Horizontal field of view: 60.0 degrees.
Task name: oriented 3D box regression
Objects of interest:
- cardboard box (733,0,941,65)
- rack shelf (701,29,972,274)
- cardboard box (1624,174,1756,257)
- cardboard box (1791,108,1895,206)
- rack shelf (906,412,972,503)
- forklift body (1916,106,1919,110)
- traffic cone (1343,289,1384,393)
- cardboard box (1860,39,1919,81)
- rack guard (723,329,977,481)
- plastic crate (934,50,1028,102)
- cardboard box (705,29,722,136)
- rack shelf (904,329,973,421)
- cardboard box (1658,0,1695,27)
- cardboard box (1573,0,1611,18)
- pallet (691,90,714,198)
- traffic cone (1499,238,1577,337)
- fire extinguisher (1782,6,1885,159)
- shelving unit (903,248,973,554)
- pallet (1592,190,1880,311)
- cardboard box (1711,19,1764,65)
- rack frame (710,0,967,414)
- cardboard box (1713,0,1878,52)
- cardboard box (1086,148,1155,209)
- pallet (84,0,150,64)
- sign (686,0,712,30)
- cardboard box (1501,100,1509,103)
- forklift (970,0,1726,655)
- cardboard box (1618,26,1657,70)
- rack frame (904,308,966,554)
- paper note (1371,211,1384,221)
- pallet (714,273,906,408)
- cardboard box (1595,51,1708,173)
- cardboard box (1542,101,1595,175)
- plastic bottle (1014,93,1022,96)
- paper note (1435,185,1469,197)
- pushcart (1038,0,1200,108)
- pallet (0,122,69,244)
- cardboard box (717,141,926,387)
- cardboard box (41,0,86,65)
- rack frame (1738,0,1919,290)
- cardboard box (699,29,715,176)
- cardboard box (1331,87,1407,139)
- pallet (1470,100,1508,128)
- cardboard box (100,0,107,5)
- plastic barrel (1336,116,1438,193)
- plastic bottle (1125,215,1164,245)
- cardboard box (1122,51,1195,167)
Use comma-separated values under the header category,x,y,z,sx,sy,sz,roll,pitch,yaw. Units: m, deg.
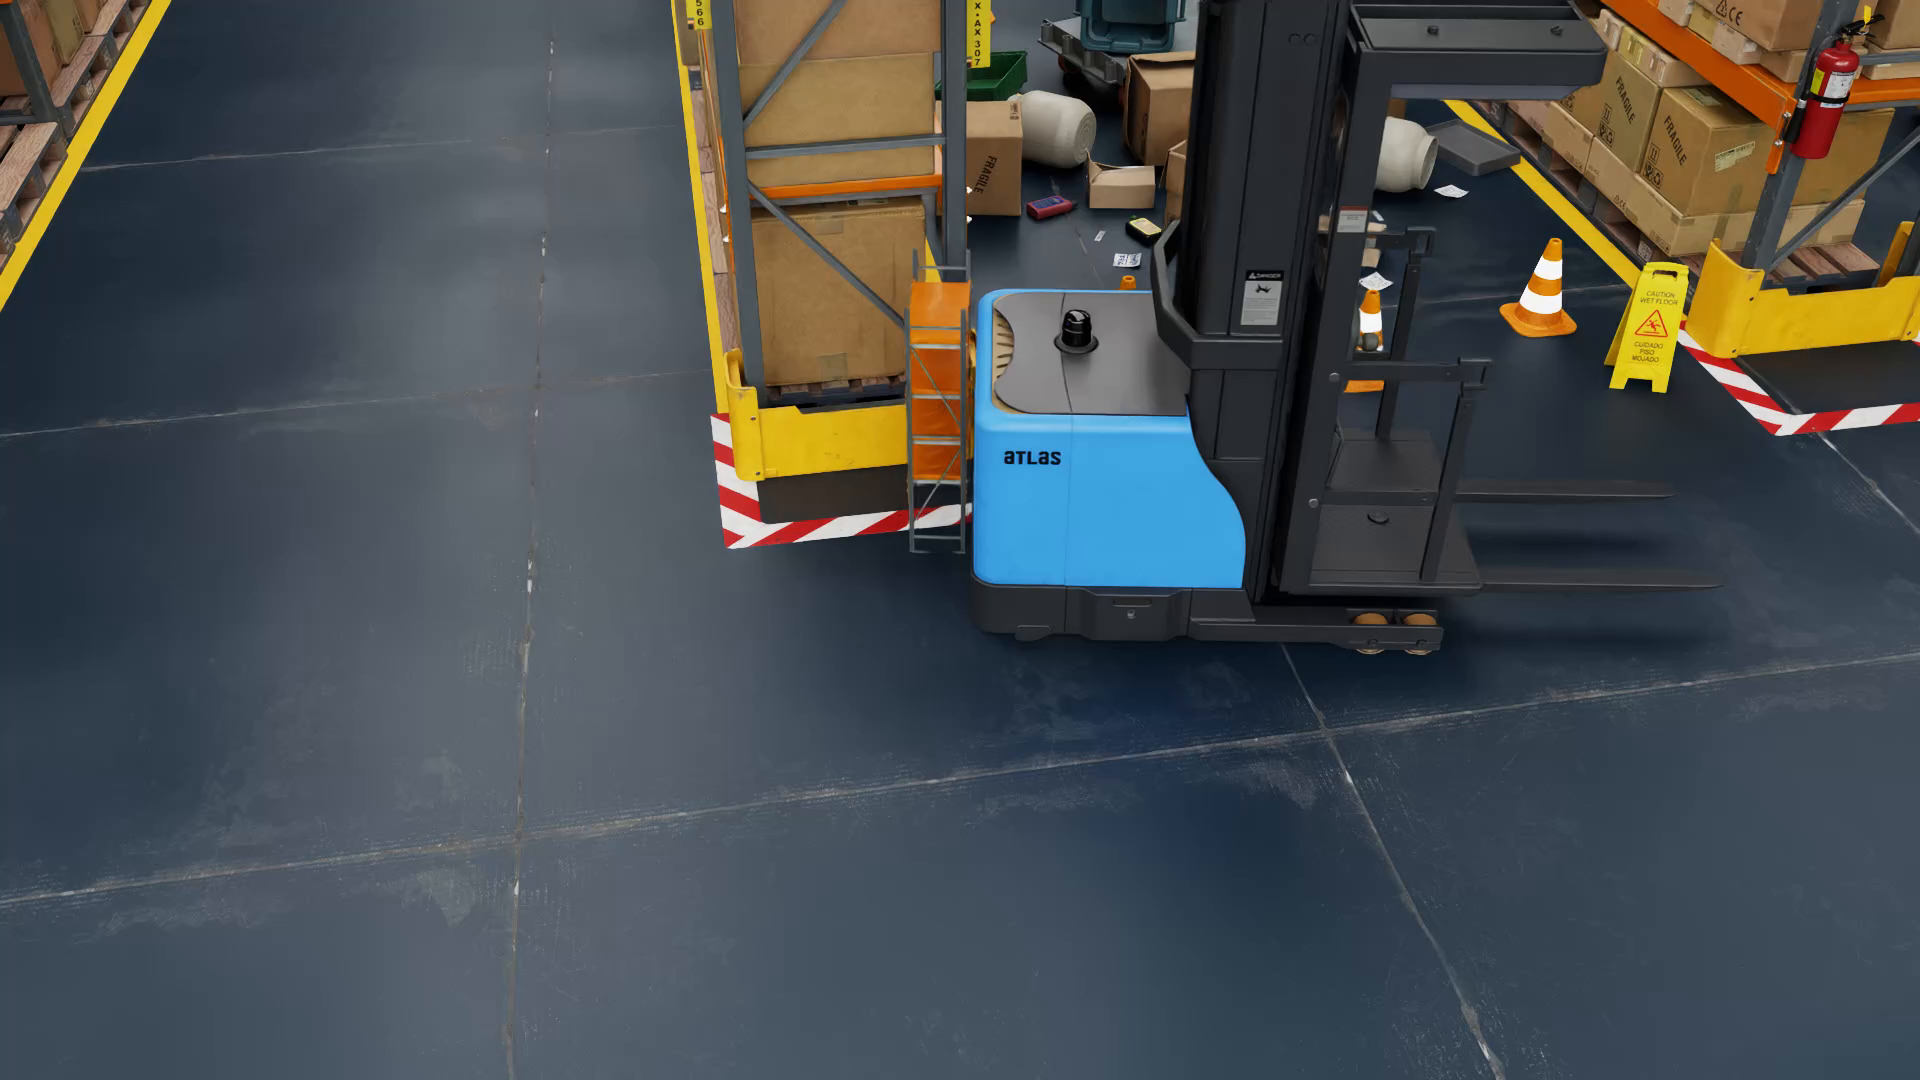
category,x,y,z,sx,sy,sz,roll,pitch,yaw
cardboard box,-0.502,-2.341,6.816,0.875,0.550,0.550,-6,38,-8
rack shelf,-0.826,-2.551,8.675,1.077,0.370,4.000,-6,38,-8
cardboard box,3.970,-1.774,8.988,0.500,0.250,0.500,-6,38,-8
cardboard box,4.507,-2.128,8.832,0.500,0.500,0.500,-7,38,-9
rack shelf,-0.086,-0.359,7.168,0.258,0.148,0.480,2,38,2
forklift body,7.138,-3.371,9.836,2.313,2.155,1.214,-6,38,-8
traffic cone,2.002,-1.015,8.179,0.336,0.463,0.334,-6,38,-8
cardboard box,4.525,-2.349,8.033,0.380,0.149,0.250,-6,38,-8
rack guard,-0.471,-0.626,7.648,1.175,0.500,0.348,-6,38,-8
plastic crate,0.144,-2.991,10.901,0.450,0.188,0.662,4,37,22
cardboard box,-0.703,-2.235,7.560,0.875,0.550,0.550,-6,38,-8
rack shelf,-0.086,-0.693,6.909,0.258,0.148,0.480,2,38,2
cardboard box,3.852,-2.775,8.581,0.380,0.149,0.250,-6,38,-7
cardboard box,3.712,-2.992,9.944,0.500,0.500,0.500,-4,38,-6
pallet,-1.120,-2.474,10.263,1.003,0.211,1.213,-6,38,-8
traffic cone,3.035,-1.340,8.597,0.336,0.463,0.334,-6,38,-8
fire extinguisher,3.947,-2.071,7.534,0.296,0.674,0.183,-6,38,-8
shelving unit,-0.086,-0.569,7.005,0.258,1.200,0.503,2,38,2
pallet,4.260,-1.660,9.214,1.003,0.211,1.213,-6,38,-8
cardboard box,3.951,-2.465,8.183,0.380,0.149,0.250,-7,38,-8
rack frame,-0.475,-1.627,6.899,1.000,3.000,0.127,-6,38,-8
cardboard box,4.014,-2.676,7.925,0.500,0.500,0.500,-7,38,-9
cardboard box,0.938,-2.123,9.767,0.396,0.266,0.258,0,38,0
pallet,-6.432,-3.678,11.812,1.003,0.211,1.213,-6,38,-8
sign,-1.012,-2.128,6.407,0.100,0.325,0.005,-6,38,-8
cardboard box,3.622,-3.010,10.578,0.500,0.250,0.500,-4,38,-5
forklift,1.564,-1.030,6.187,3.031,2.935,1.130,1,38,1
cardboard box,3.812,-2.675,9.008,0.380,0.149,0.250,-6,38,-7
rack frame,-0.096,-0.420,6.812,0.240,1.200,0.015,2,38,2
paper note,2.429,-1.886,9.670,0.032,0.001,0.123,-6,38,-8
pallet,-0.692,-1.000,8.366,1.003,0.211,1.213,-6,38,-8
cardboard box,3.889,-2.367,9.140,0.500,0.500,0.500,-5,38,-6
cardboard box,3.794,-2.389,9.779,0.500,0.250,0.500,-8,38,-10
plastic bottle,0.358,-2.878,10.905,0.133,0.061,0.283,-27,45,-31
paper note,2.928,-2.080,9.902,0.142,0.019,0.148,-20,42,-23
pushcart,1.443,-3.326,11.223,1.648,0.377,0.936,-20,42,-23
pallet,-5.925,-2.068,9.739,1.003,0.211,1.213,-6,38,-8
cardboard box,-0.659,-1.356,7.941,0.875,0.875,0.875,-6,38,-8
cardboard box,-6.229,-3.421,10.887,0.700,0.500,0.500,-6,38,-8
rack frame,4.381,-2.221,7.663,1.000,3.000,0.127,-6,38,-8
cardboard box,-0.973,-2.438,9.333,0.875,0.875,0.875,-6,38,-8
cardboard box,2.528,-2.857,10.518,0.500,0.500,0.500,19,42,23
pallet,3.832,-3.134,11.111,1.003,0.211,1.213,-6,38,-8
cardboard box,-6.425,-4.095,11.756,0.700,0.500,0.500,-3,38,-4
plastic barrel,2.528,-2.288,9.850,0.512,0.421,0.421,19,42,23
plastic bottle,1.036,-1.775,9.485,0.133,0.061,0.283,-20,42,-23
cardboard box,1.408,-2.641,10.129,0.797,0.637,0.503,-6,38,-8
